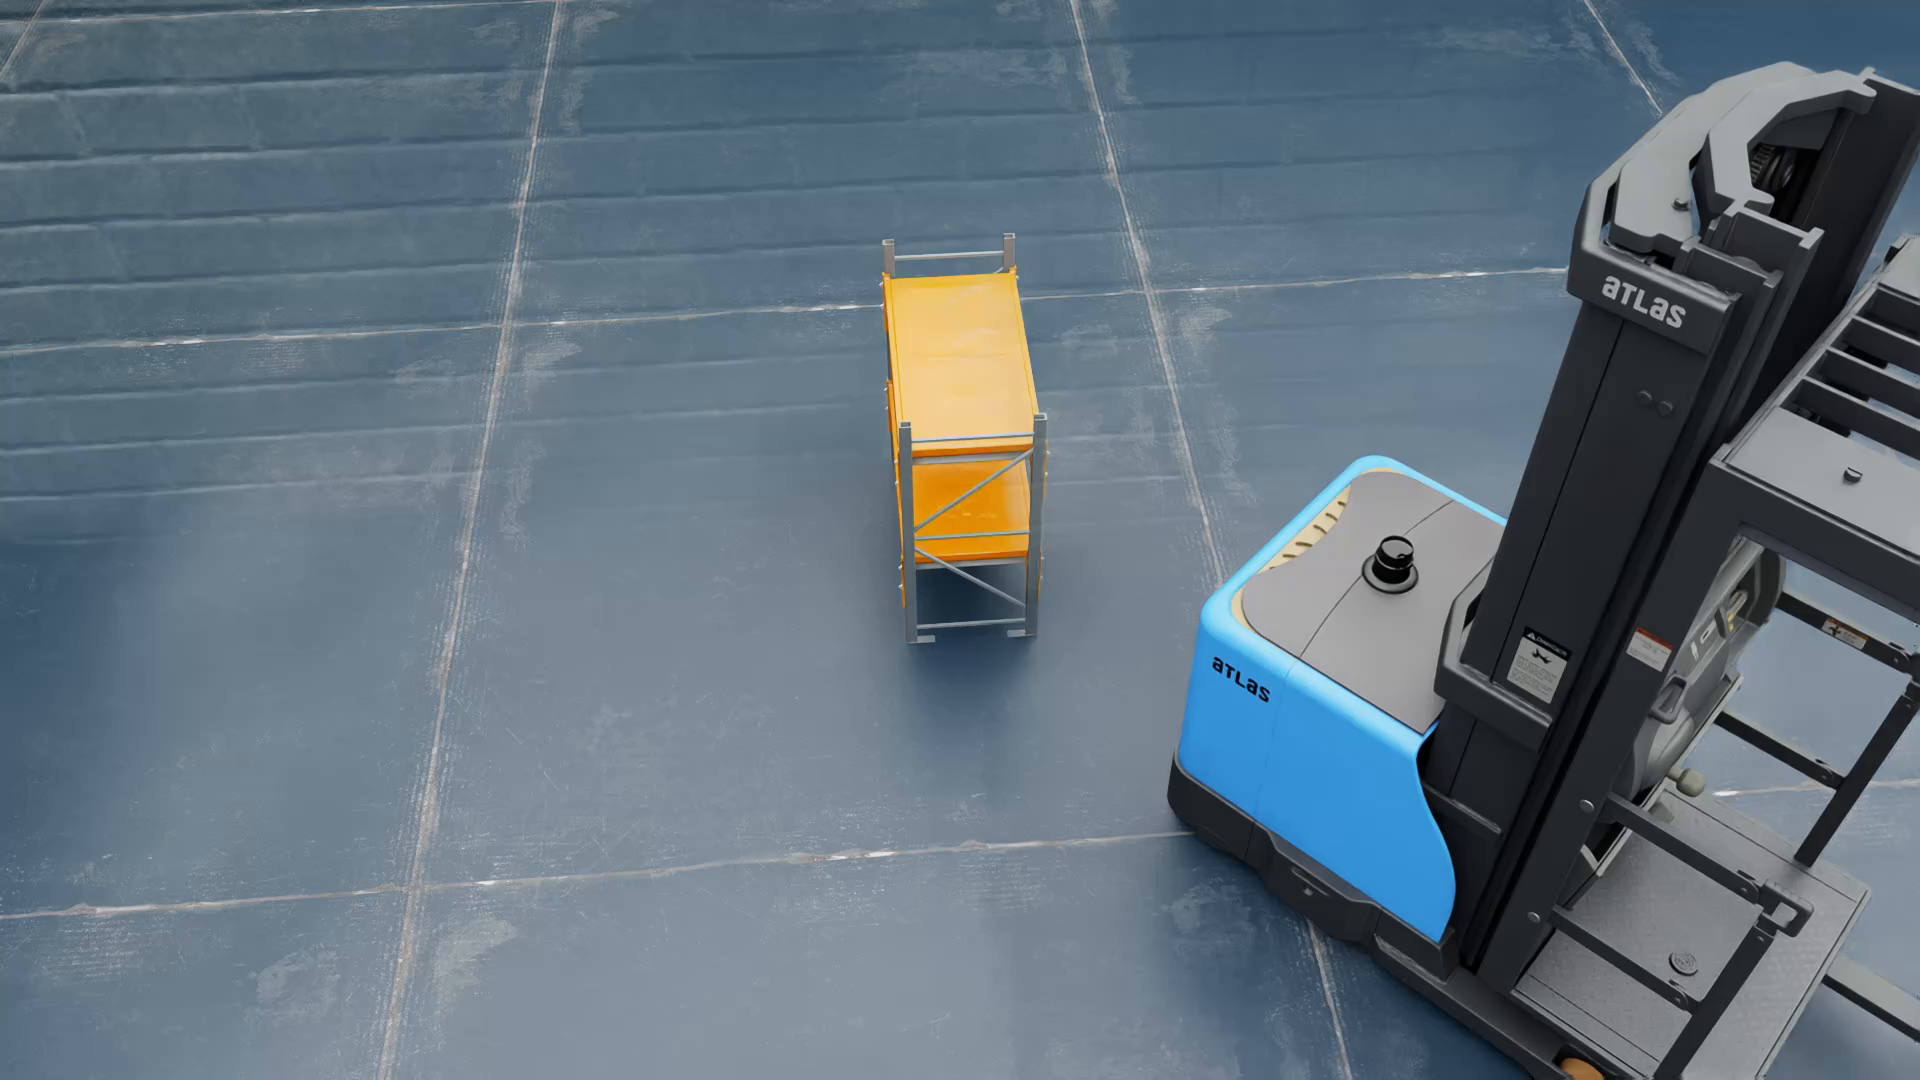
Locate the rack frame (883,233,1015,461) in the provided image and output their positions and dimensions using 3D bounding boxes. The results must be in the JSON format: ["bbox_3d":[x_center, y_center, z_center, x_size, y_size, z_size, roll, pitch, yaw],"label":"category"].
[{"bbox_3d":[-0.042,-0.750,6.685,0.500,1.125,0.032,-3,47,-3],"label":"rack frame"}]

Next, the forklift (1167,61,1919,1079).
[{"bbox_3d":[2.156,0.397,4.355,3.031,2.935,1.130,33,55,27],"label":"forklift"}]

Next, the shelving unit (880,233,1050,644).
[{"bbox_3d":[0.001,-0.382,6.337,0.538,1.125,1.048,-3,47,-3],"label":"shelving unit"}]

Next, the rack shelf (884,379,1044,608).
[{"bbox_3d":[0.001,-0.214,6.514,0.538,0.278,1.000,-3,47,-3],"label":"rack shelf"}]

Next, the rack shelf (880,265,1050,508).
[{"bbox_3d":[0.001,-0.583,6.124,0.538,0.278,1.000,-3,47,-3],"label":"rack shelf"}]

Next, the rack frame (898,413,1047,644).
[{"bbox_3d":[0.043,-0.014,5.989,0.500,1.125,0.032,-3,47,-3],"label":"rack frame"}]
